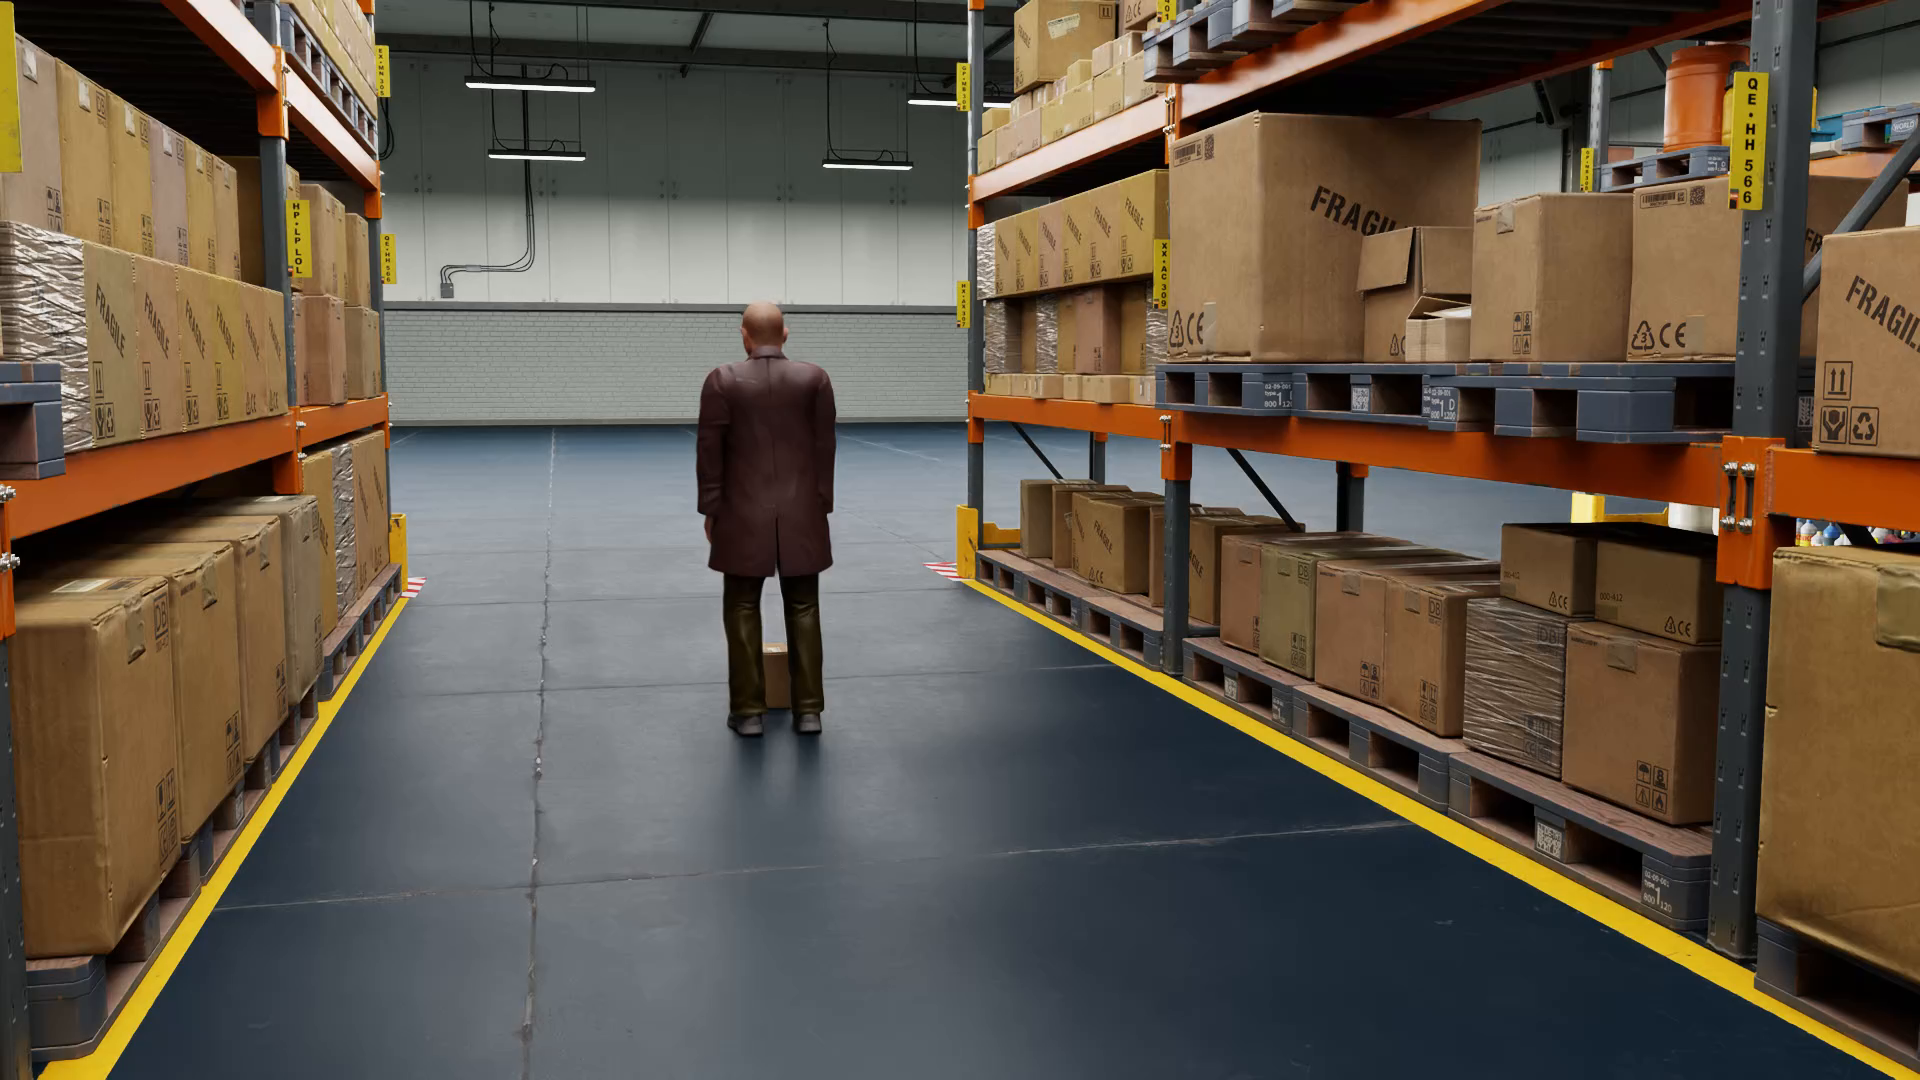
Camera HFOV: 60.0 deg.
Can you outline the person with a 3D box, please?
[{"bbox_3d":[-0.797,-0.091,6.841,0.567,1.767,0.376,-1,6,-13],"label":"person"}]
